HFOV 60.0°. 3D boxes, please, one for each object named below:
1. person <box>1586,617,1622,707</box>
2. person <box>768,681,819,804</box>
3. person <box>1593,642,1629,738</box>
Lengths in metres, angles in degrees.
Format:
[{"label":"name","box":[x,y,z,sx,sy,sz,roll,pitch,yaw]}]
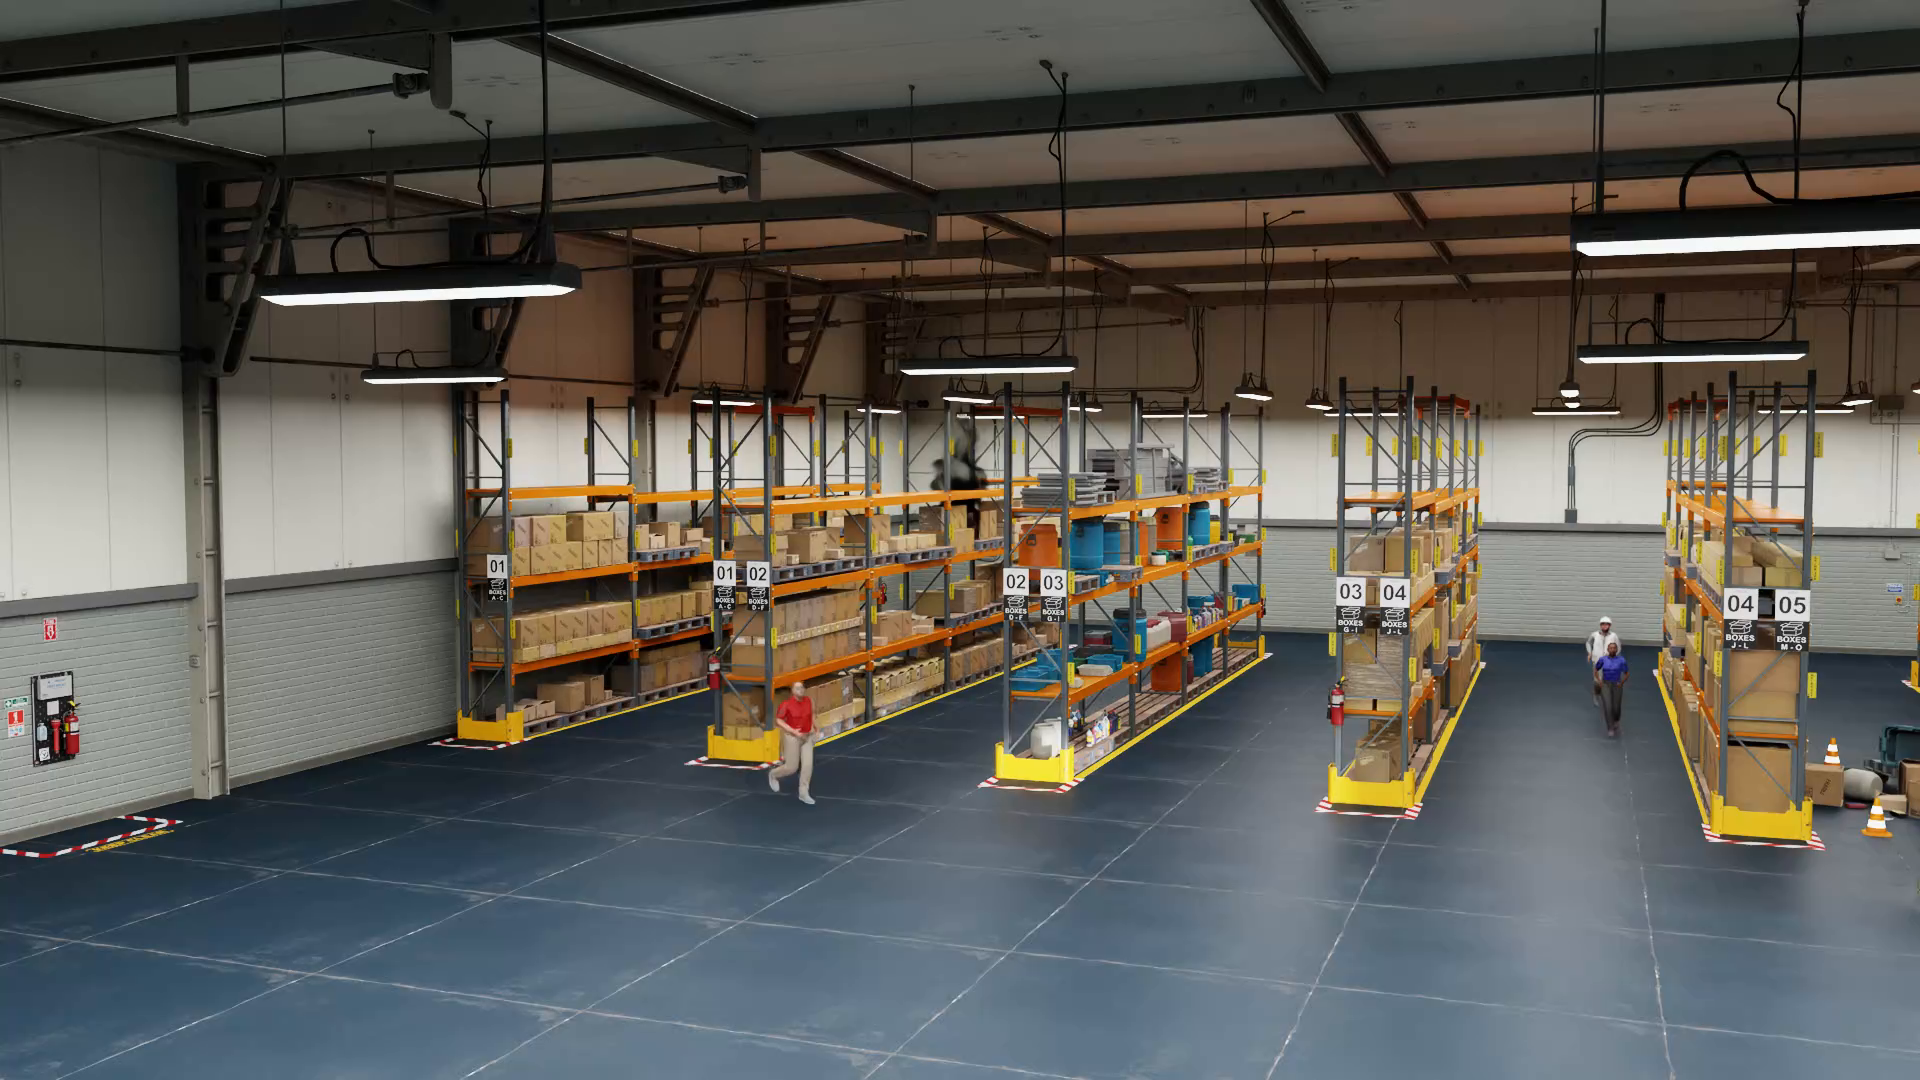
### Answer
[{"label":"person","box":[12.391,2.356,32.012,0.638,1.751,0.670,1,3,19]},{"label":"person","box":[-2.337,2.885,23.689,0.670,1.676,0.844,-3,4,-40]},{"label":"person","box":[11.376,2.597,29.059,0.587,1.638,0.660,1,3,21]}]
